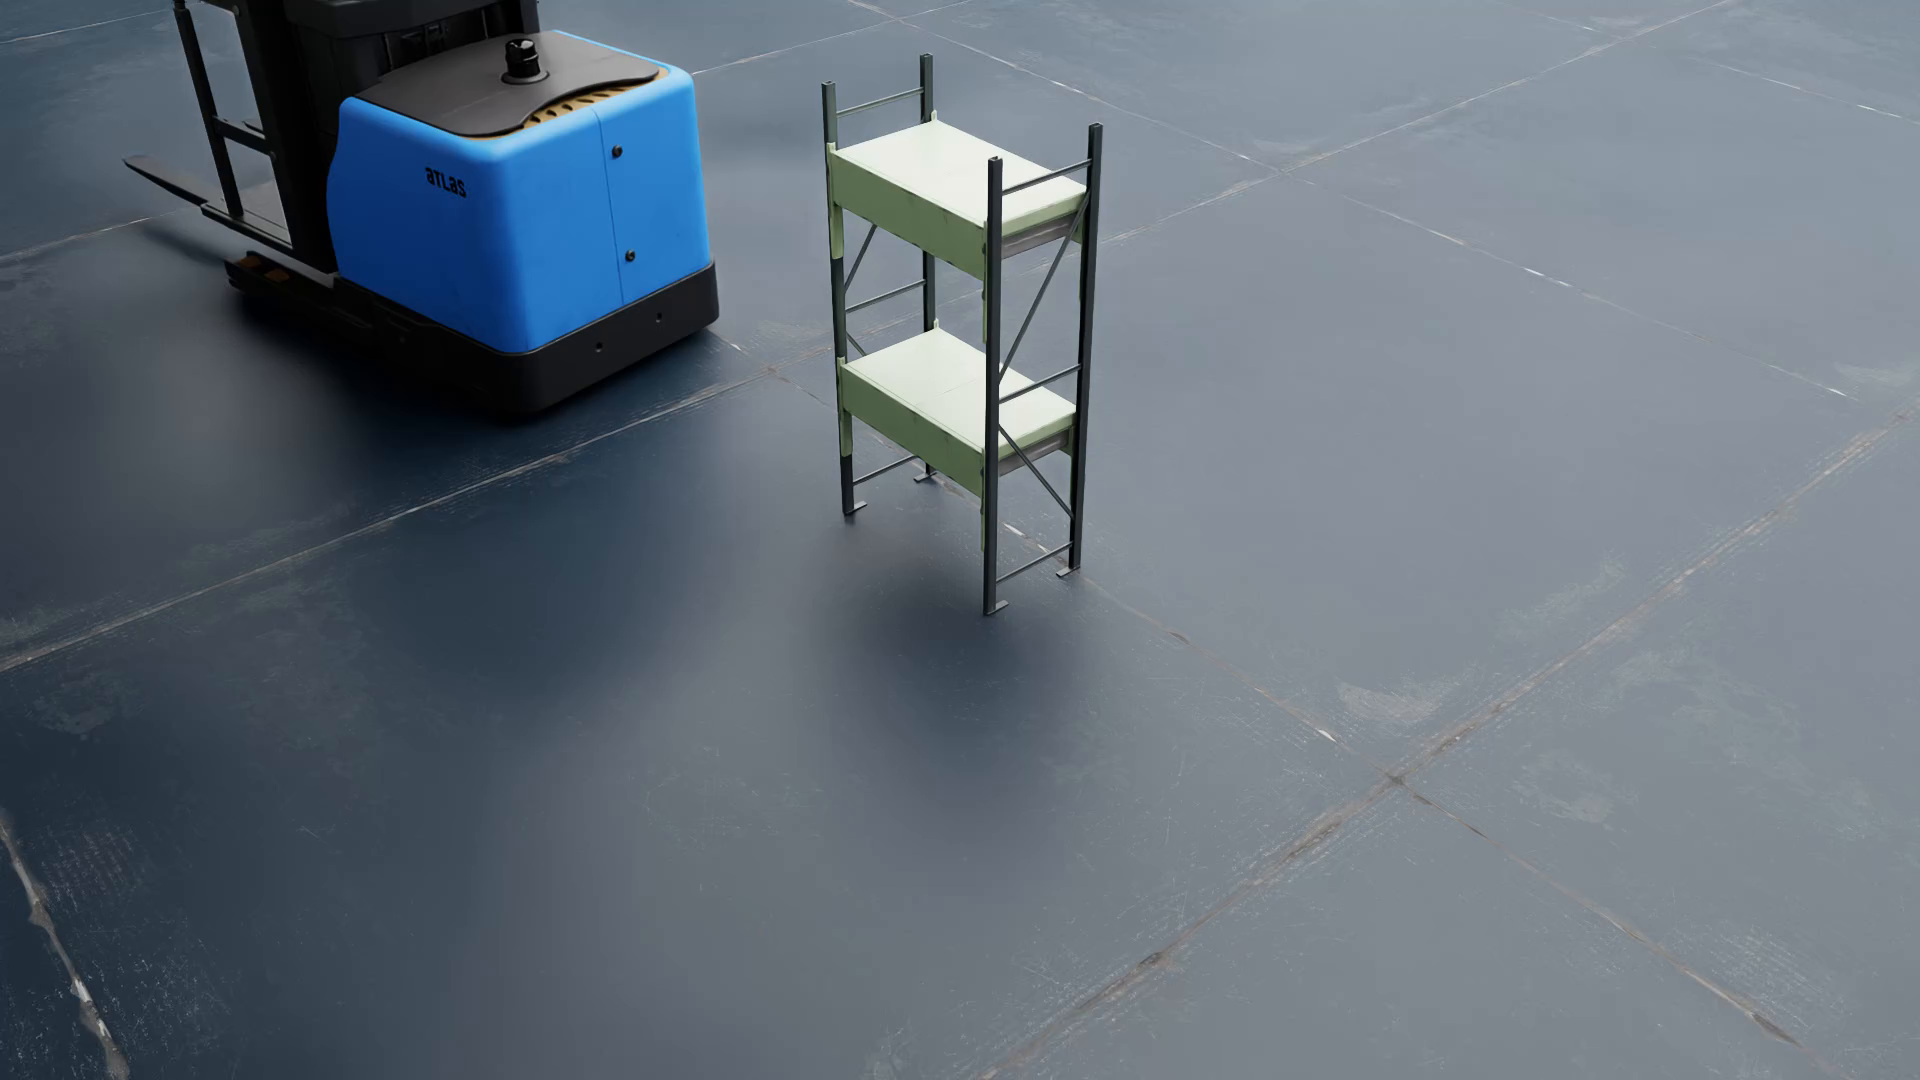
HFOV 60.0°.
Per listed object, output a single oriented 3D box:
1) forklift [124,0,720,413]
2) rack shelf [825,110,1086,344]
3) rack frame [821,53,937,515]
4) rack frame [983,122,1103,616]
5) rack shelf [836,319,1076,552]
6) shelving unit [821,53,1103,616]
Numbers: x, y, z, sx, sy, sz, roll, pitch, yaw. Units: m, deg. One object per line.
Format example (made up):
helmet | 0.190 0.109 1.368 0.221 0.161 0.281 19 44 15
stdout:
forklift | -2.433 -2.357 6.323 3.031 2.935 1.130 25 42 31
rack shelf | -0.004 -0.933 4.875 0.431 0.370 0.720 -26 43 -32
rack frame | -0.241 -0.777 5.329 0.400 1.500 0.023 -26 43 -32
rack frame | 0.232 -0.453 4.873 0.400 1.500 0.023 -26 43 -32
rack shelf | -0.004 -0.349 5.289 0.431 0.370 0.720 -26 43 -32
shelving unit | -0.004 -0.615 5.101 0.431 1.500 0.755 -26 43 -32
